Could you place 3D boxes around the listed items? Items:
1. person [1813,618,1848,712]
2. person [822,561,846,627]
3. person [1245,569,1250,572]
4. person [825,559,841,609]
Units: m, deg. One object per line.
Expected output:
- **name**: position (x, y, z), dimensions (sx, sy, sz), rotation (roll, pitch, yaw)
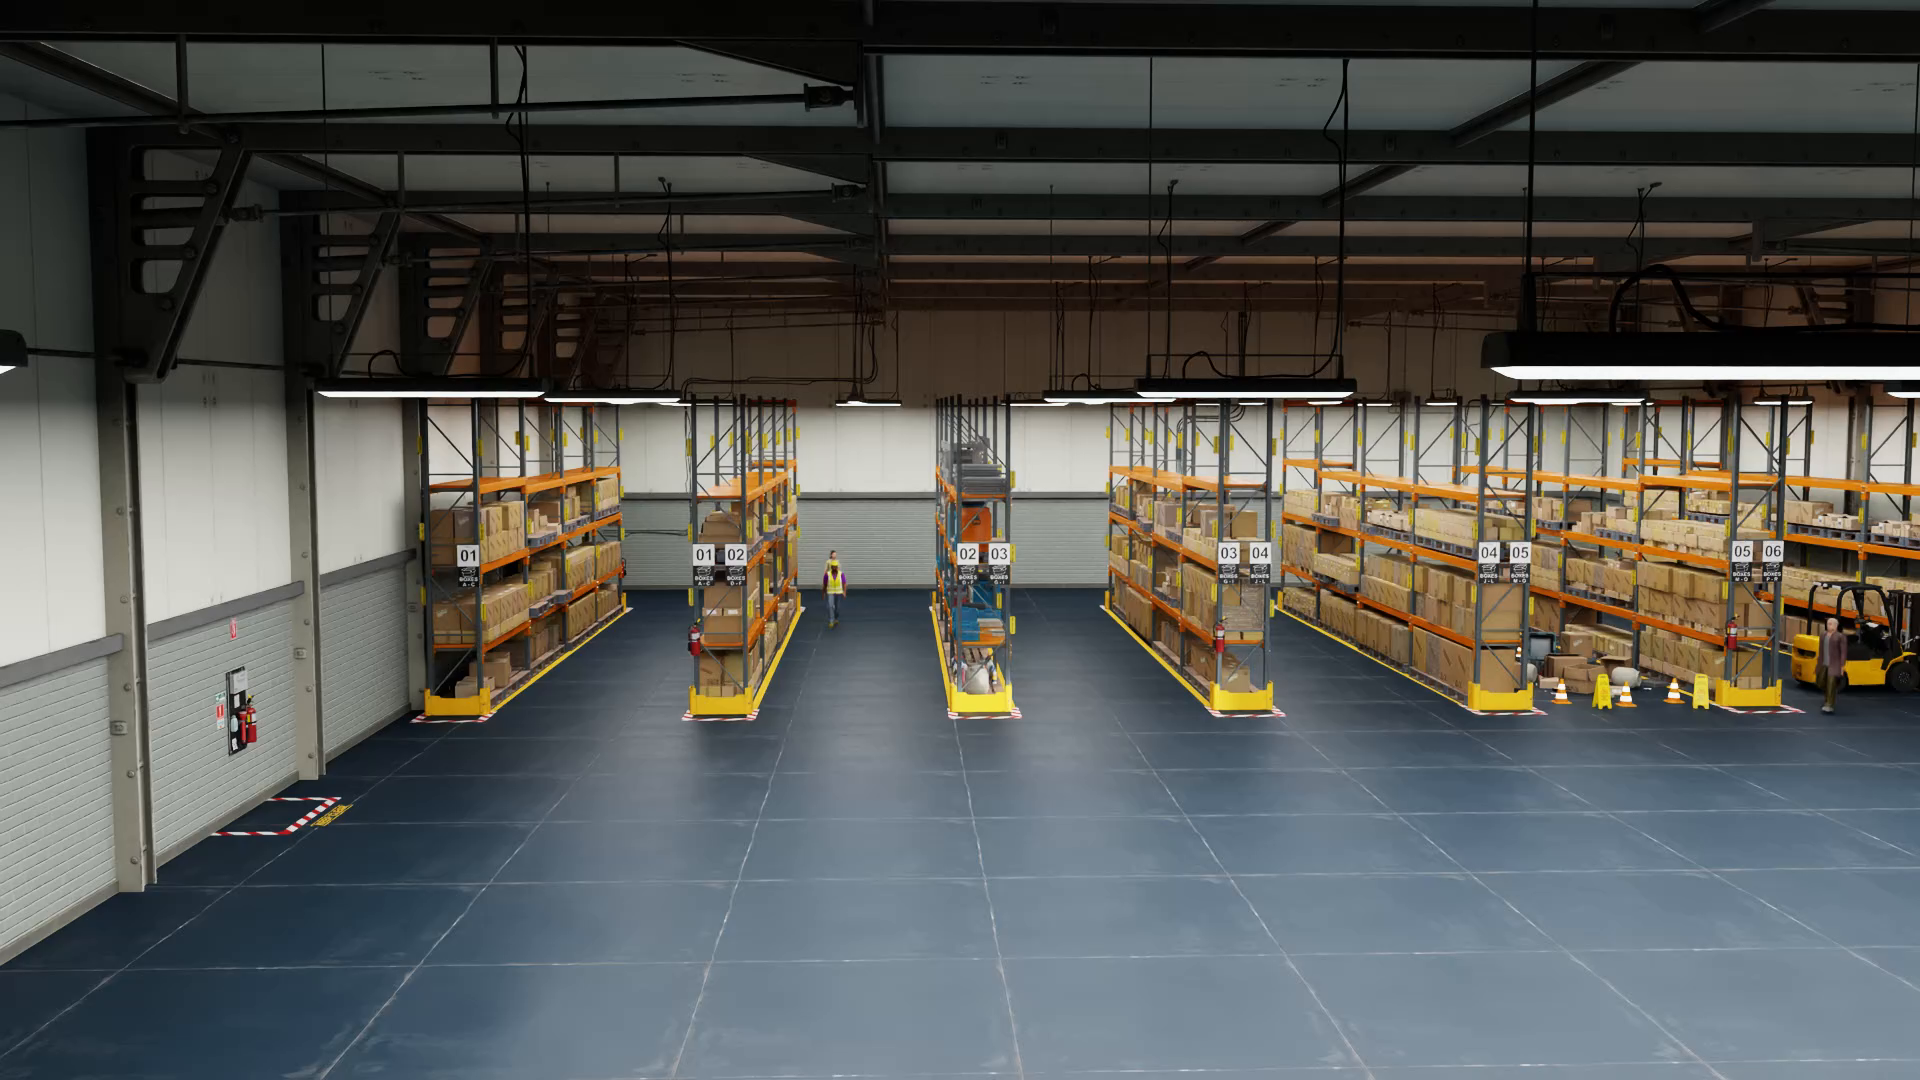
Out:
- **person**: position (16.511, 2.347, 31.480), dimensions (0.760, 1.758, 0.577), rotation (-3, 6, -38)
- **person**: position (-3.294, 1.403, 43.674), dimensions (0.628, 1.695, 1.067), rotation (-1, 5, -11)
- **person**: position (8.359, 1.028, 48.308), dimensions (0.667, 1.782, 0.482), rotation (3, 5, 32)
- **person**: position (-3.617, 1.277, 47.815), dimensions (0.466, 1.478, 0.534), rotation (-4, 6, -40)
